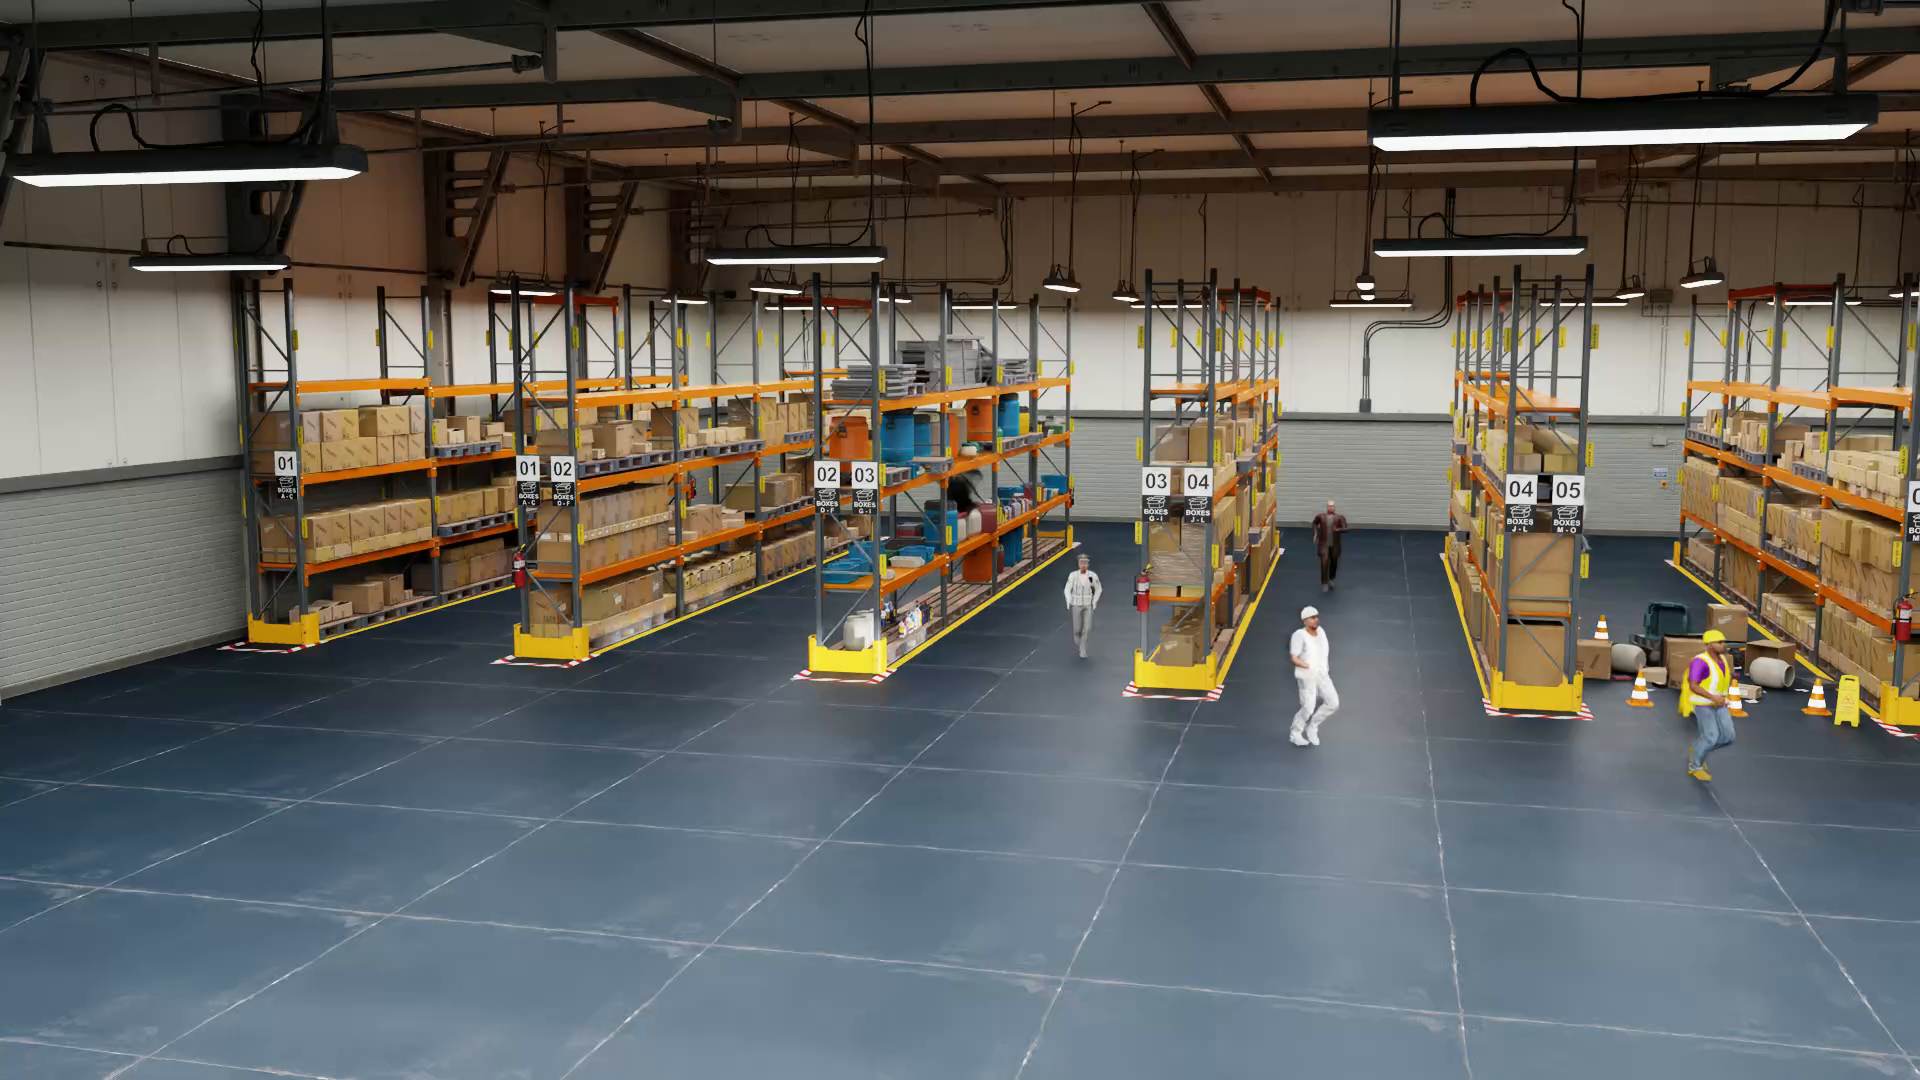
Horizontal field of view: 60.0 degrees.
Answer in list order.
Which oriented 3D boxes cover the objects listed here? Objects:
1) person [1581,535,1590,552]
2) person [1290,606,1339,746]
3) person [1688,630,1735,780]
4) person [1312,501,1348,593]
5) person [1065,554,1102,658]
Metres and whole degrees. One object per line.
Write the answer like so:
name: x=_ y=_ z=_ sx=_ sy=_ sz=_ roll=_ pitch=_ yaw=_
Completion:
person: x=14.301 y=-0.489 z=38.851 sx=0.866 sy=1.729 sz=0.622 roll=2 pitch=7 yaw=20
person: x=4.350 y=1.681 z=20.447 sx=0.686 sy=1.740 sz=0.614 roll=-5 pitch=8 yaw=-35
person: x=8.600 y=1.881 z=18.990 sx=0.735 sy=1.732 sz=0.592 roll=-4 pitch=8 yaw=-33
person: x=7.399 y=0.103 z=33.289 sx=0.697 sy=1.783 sz=1.043 roll=1 pitch=7 yaw=10
person: x=1.966 y=1.022 z=26.510 sx=0.603 sy=1.648 sz=0.594 roll=0 pitch=7 yaw=3
